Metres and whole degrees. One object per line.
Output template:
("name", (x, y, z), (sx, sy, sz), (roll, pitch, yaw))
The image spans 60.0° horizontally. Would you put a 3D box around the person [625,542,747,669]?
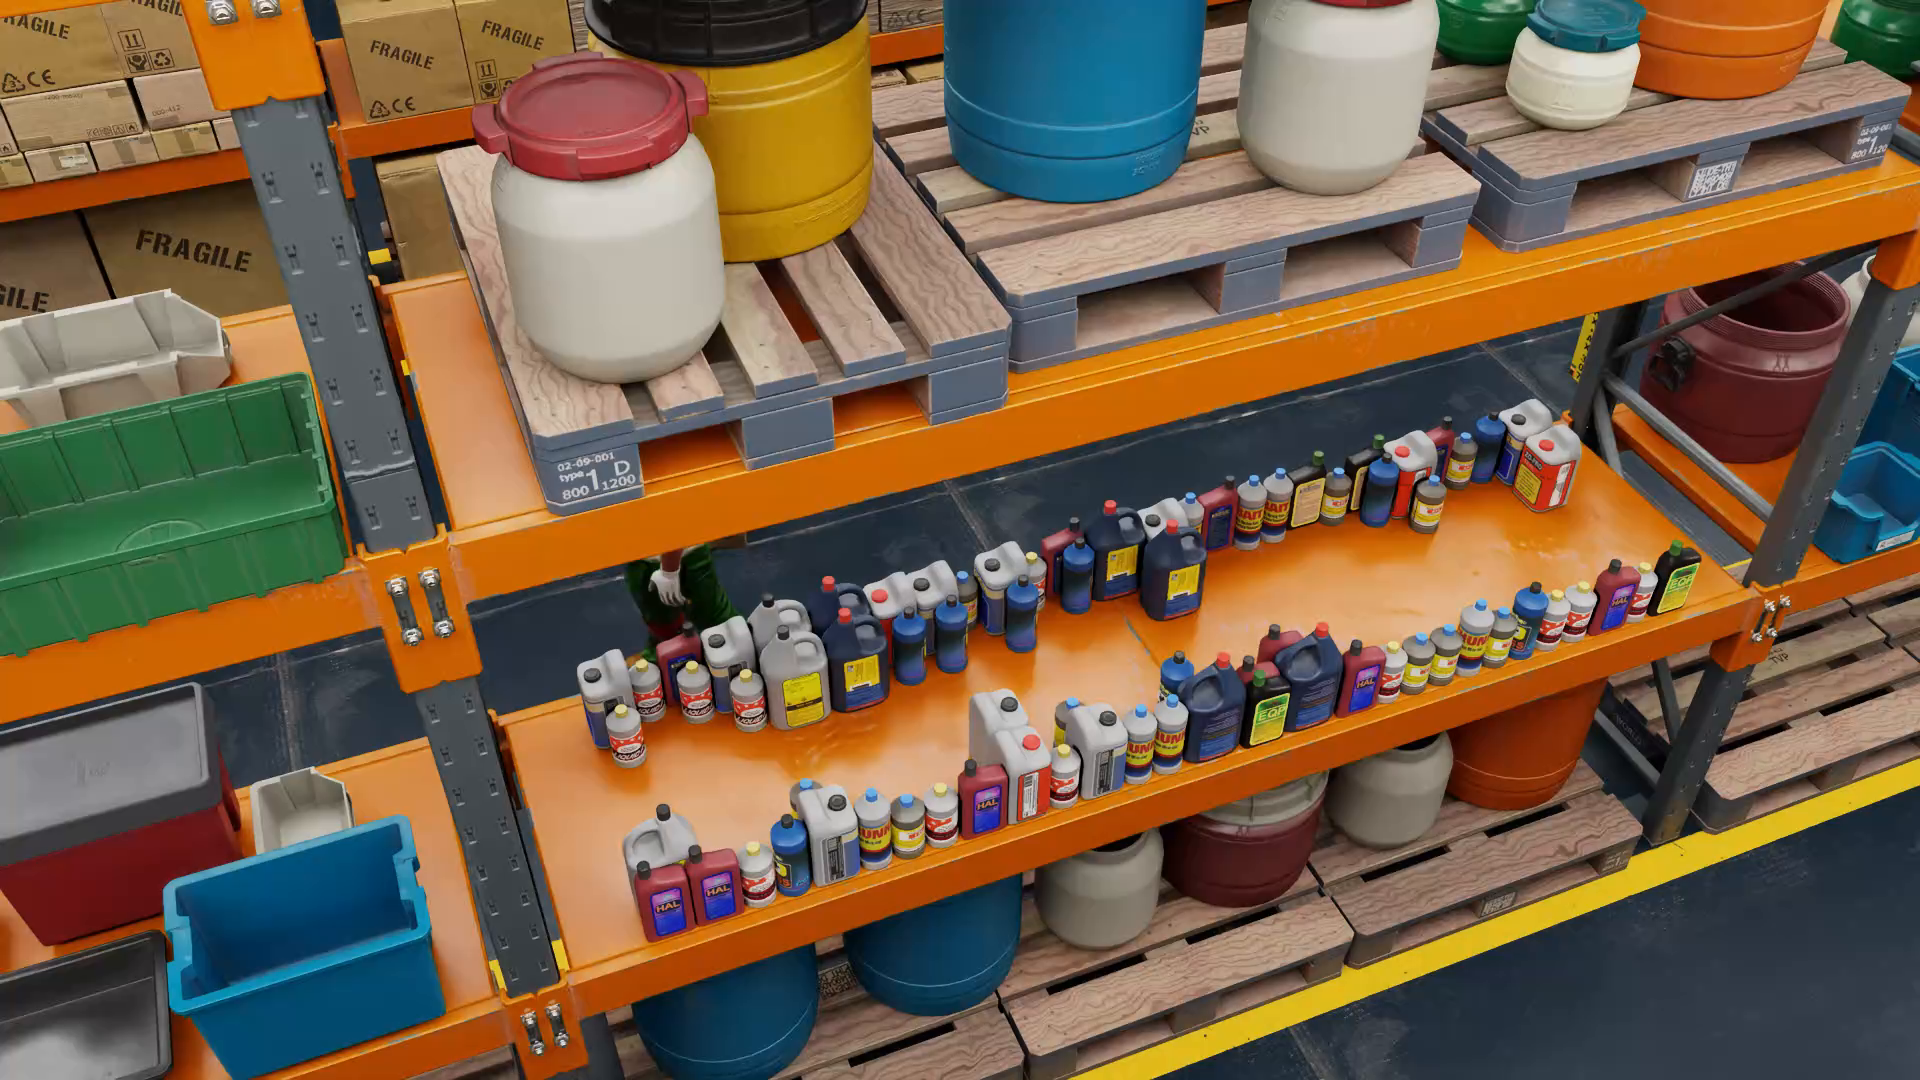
("person", (-1.056, -0.030, 6.197), (0.537, 1.836, 0.618), (-12, 43, -14))
